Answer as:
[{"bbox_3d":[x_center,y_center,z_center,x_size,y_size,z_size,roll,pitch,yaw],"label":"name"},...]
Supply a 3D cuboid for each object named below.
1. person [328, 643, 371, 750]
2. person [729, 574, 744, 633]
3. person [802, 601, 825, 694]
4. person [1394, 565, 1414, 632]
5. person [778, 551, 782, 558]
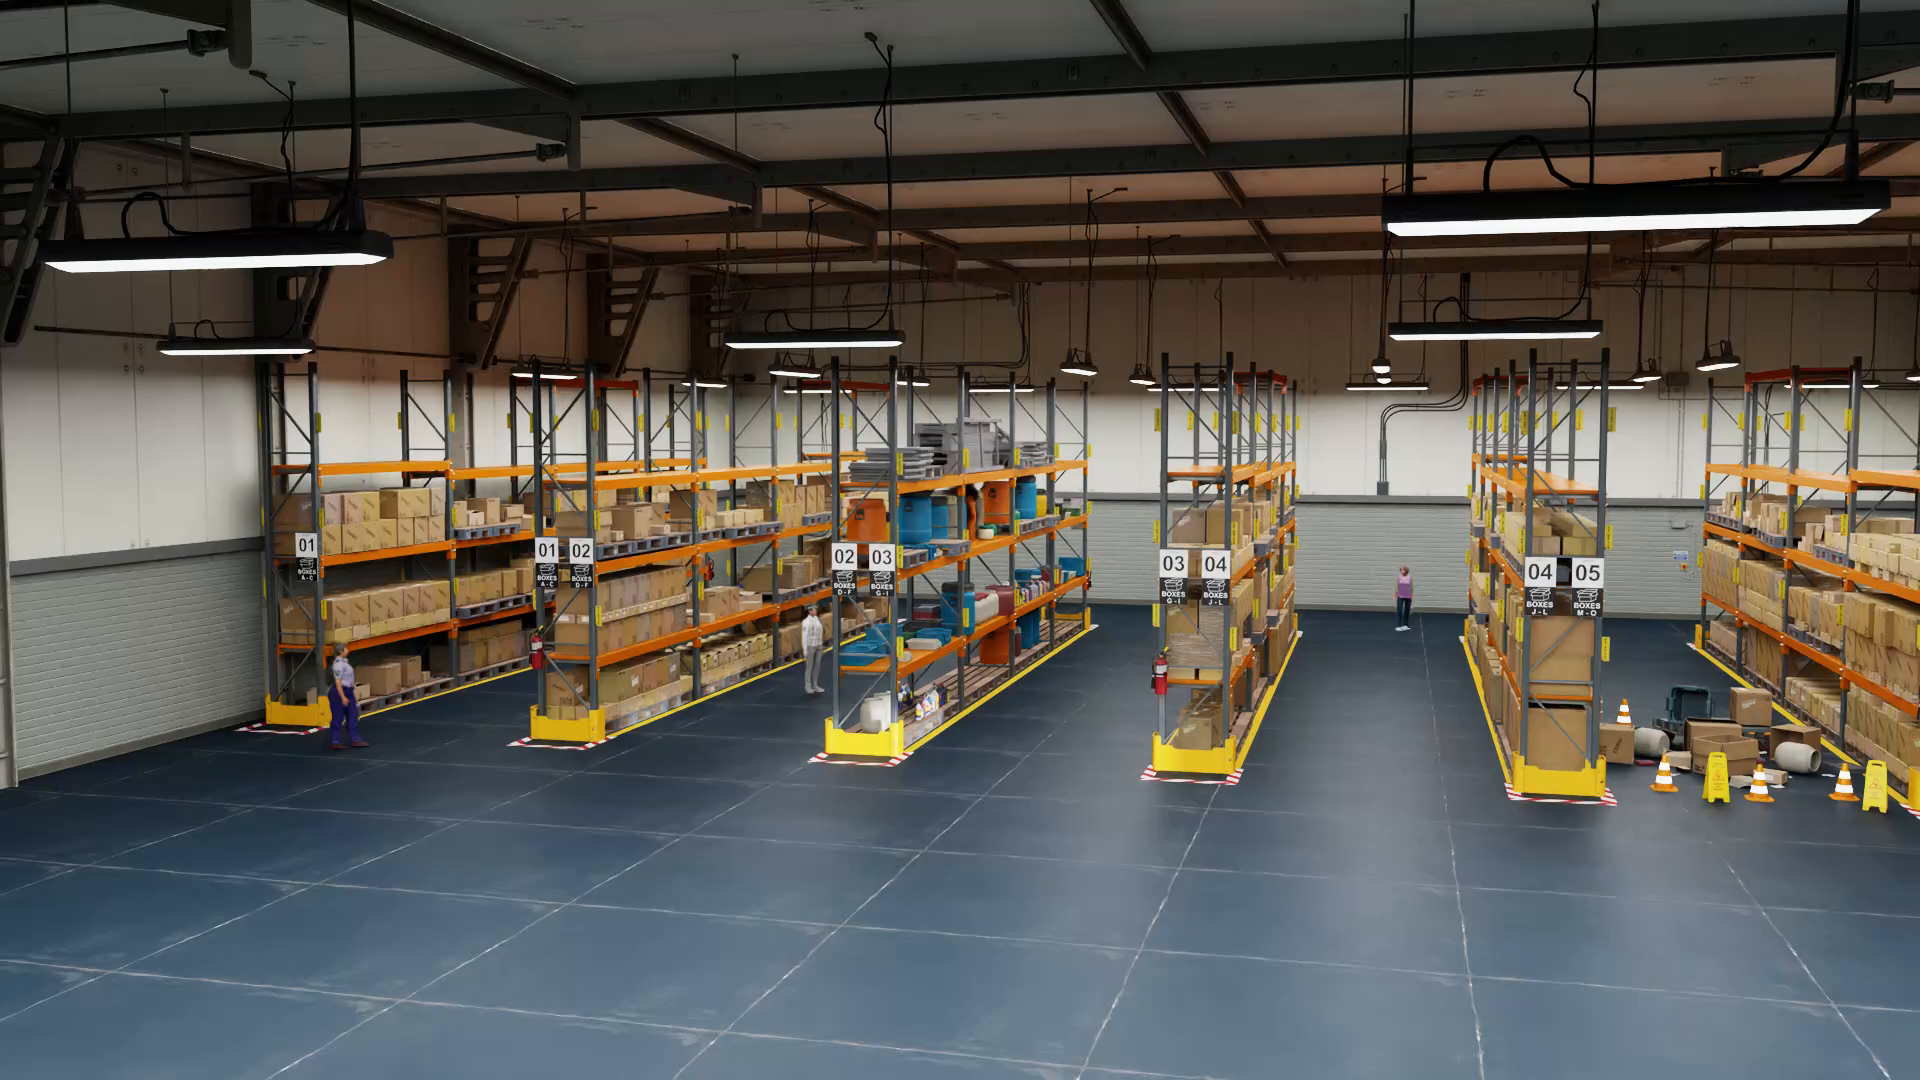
[{"bbox_3d":[-9.420,2.402,25.544,0.568,1.634,0.502,0,4,5],"label":"person"},{"bbox_3d":[-5.057,1.562,37.564,0.409,1.596,0.928,1,4,19],"label":"person"},{"bbox_3d":[-2.695,1.967,30.562,0.334,1.693,0.581,3,5,34],"label":"person"},{"bbox_3d":[10.707,1.400,40.097,0.484,1.604,0.474,1,4,10],"label":"person"},{"bbox_3d":[-4.769,1.108,43.646,0.969,1.638,0.531,1,4,13],"label":"person"}]
